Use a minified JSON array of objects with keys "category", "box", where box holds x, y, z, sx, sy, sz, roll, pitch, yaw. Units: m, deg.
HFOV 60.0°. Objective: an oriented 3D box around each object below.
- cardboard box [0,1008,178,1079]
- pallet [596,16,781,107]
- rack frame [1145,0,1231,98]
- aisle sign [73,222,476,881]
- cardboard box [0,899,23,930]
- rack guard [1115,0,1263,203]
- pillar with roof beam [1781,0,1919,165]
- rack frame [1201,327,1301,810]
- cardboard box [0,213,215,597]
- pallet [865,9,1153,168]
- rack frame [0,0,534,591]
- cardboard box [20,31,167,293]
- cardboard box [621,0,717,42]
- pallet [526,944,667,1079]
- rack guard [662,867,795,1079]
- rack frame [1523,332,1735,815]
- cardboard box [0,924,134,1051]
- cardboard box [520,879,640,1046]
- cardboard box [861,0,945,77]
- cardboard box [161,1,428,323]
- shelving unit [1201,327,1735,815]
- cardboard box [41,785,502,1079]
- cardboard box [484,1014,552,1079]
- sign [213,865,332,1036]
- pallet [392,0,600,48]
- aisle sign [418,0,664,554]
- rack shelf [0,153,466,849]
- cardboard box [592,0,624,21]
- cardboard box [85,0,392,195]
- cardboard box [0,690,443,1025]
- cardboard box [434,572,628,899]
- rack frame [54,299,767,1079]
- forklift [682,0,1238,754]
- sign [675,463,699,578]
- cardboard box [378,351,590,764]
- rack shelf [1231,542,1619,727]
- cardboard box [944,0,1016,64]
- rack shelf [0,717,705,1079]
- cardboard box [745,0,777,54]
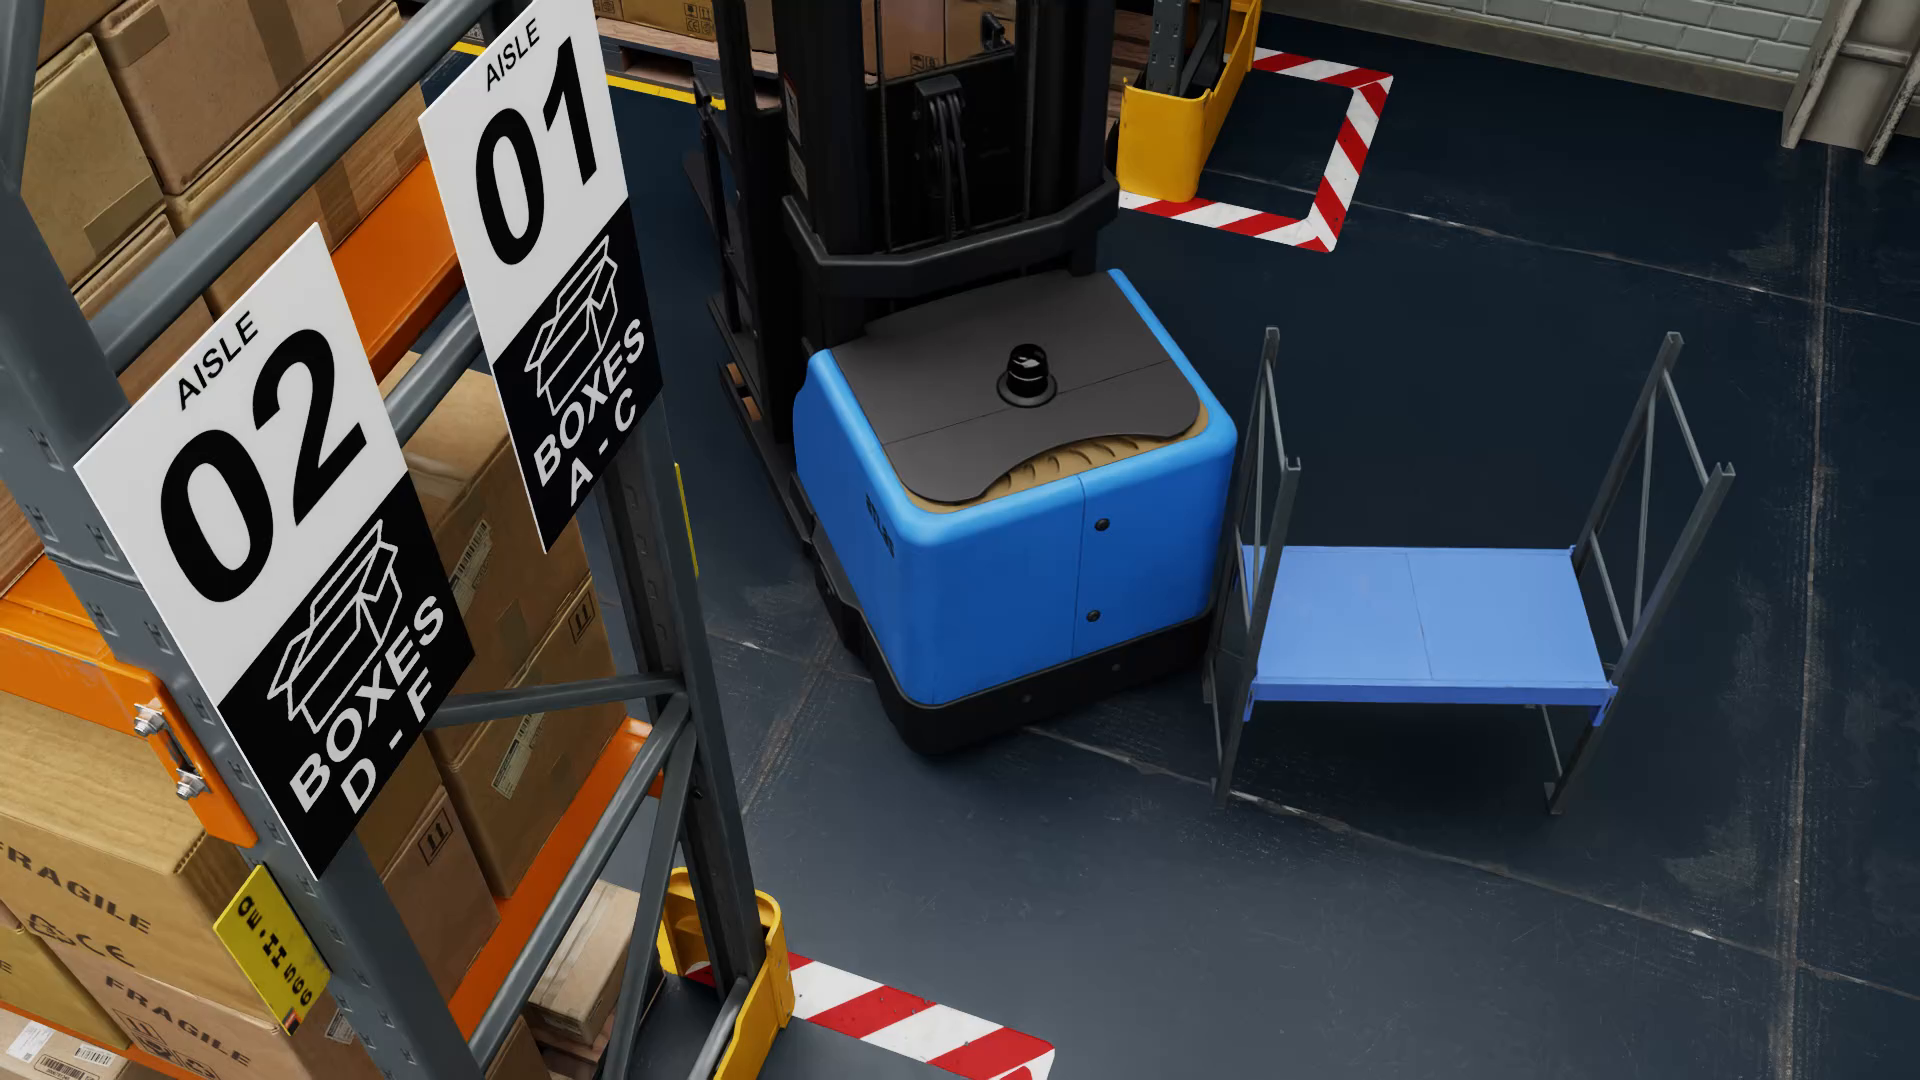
[{"category":"cardboard box","box":[-2.209,1.184,4.267,0.500,0.250,0.500,16,51,13]},{"category":"pallet","box":[-0.937,-2.408,7.698,1.213,0.211,1.003,16,51,13]},{"category":"rack frame","box":[0.980,-2.847,6.233,0.127,3.000,1.000,16,51,13]},{"category":"aisle sign","box":[-0.775,0.049,2.002,0.004,0.787,0.394,16,51,13]},{"category":"cardboard box","box":[-1.720,0.252,2.819,0.500,0.500,0.500,17,51,14]},{"category":"rack guard","box":[1.003,-2.022,7.172,0.348,0.500,1.175,16,51,13]},{"category":"pillar with roof beam","box":[2.321,-1.666,1.239,0.400,9.000,9.100,16,51,13]},{"category":"rack frame","box":[0.790,0.138,4.638,0.032,1.500,0.500,1,49,1]},{"category":"cardboard box","box":[-1.306,-0.216,2.066,0.500,0.250,0.500,16,51,13]},{"category":"pallet","box":[0.203,-2.088,7.420,1.213,0.211,1.003,16,51,13]},{"category":"rack frame","box":[-0.733,-1.299,0.921,0.127,3.000,1.000,16,51,13]},{"category":"cardboard box","box":[-1.303,-0.385,1.883,0.500,0.250,0.500,16,51,13]},{"category":"cardboard box","box":[-1.155,-2.675,7.460,0.500,0.500,0.700,17,51,14]},{"category":"pallet","box":[-1.552,1.351,4.440,1.213,0.211,1.003,16,51,13]},{"category":"rack guard","box":[-0.804,1.464,4.150,0.348,0.500,1.175,16,51,13]},{"category":"rack frame","box":[1.807,0.152,4.626,0.032,1.500,0.500,1,49,1]},{"category":"cardboard box","box":[-1.735,0.575,3.201,0.500,0.500,0.500,16,51,13]},{"category":"cardboard box","box":[-1.006,1.102,4.406,0.250,0.149,0.380,16,51,13]},{"category":"cardboard box","box":[-0.180,-2.409,7.229,0.500,0.500,0.700,15,51,13]},{"category":"cardboard box","box":[-1.127,-0.583,2.384,0.500,0.250,0.500,16,51,13]},{"category":"shelving unit","box":[1.299,0.145,4.632,1.048,1.500,0.538,1,49,1]},{"category":"cardboard box","box":[-1.247,0.708,3.085,0.500,0.500,0.500,17,51,14]},{"category":"cardboard box","box":[-1.328,1.372,3.939,0.500,0.500,0.500,16,51,13]},{"category":"sign","box":[-0.944,0.571,2.295,0.005,0.325,0.100,16,51,13]},{"category":"pallet","box":[-2.086,-2.727,7.973,1.213,0.211,1.003,16,51,13]},{"category":"aisle sign","box":[-0.567,-0.376,2.371,0.004,0.787,0.394,16,51,13]},{"category":"rack shelf","box":[-2.609,-0.605,2.781,4.000,0.370,1.077,16,51,13]},{"category":"cardboard box","box":[-1.636,-2.811,7.578,0.500,0.500,0.700,15,51,13]},{"category":"cardboard box","box":[-1.124,-0.751,2.199,0.500,0.250,0.500,16,51,13]},{"category":"cardboard box","box":[-1.246,0.384,2.705,0.500,0.500,0.500,15,51,13]},{"category":"cardboard box","box":[-1.058,0.330,3.413,0.500,0.500,0.500,17,51,14]},{"category":"rack frame","box":[-0.733,0.665,3.188,0.127,3.000,1.000,16,51,13]},{"category":"forklift","box":[-0.244,-1.442,5.060,1.130,2.935,3.031,-18,51,-15]},{"category":"sign","box":[-0.545,-0.003,3.195,0.005,0.325,0.100,16,51,13]},{"category":"cardboard box","box":[-1.058,0.002,3.035,0.500,0.500,0.500,17,51,14]},{"category":"rack shelf","box":[1.299,0.263,4.768,1.000,0.185,0.538,1,49,1]},{"category":"cardboard box","box":[0.289,-2.278,7.116,0.500,0.500,0.700,16,51,13]},{"category":"rack shelf","box":[-2.609,0.377,3.914,4.000,0.370,1.077,16,51,13]},{"category":"cardboard box","box":[-0.652,-2.541,7.343,0.500,0.500,0.700,14,51,12]}]
